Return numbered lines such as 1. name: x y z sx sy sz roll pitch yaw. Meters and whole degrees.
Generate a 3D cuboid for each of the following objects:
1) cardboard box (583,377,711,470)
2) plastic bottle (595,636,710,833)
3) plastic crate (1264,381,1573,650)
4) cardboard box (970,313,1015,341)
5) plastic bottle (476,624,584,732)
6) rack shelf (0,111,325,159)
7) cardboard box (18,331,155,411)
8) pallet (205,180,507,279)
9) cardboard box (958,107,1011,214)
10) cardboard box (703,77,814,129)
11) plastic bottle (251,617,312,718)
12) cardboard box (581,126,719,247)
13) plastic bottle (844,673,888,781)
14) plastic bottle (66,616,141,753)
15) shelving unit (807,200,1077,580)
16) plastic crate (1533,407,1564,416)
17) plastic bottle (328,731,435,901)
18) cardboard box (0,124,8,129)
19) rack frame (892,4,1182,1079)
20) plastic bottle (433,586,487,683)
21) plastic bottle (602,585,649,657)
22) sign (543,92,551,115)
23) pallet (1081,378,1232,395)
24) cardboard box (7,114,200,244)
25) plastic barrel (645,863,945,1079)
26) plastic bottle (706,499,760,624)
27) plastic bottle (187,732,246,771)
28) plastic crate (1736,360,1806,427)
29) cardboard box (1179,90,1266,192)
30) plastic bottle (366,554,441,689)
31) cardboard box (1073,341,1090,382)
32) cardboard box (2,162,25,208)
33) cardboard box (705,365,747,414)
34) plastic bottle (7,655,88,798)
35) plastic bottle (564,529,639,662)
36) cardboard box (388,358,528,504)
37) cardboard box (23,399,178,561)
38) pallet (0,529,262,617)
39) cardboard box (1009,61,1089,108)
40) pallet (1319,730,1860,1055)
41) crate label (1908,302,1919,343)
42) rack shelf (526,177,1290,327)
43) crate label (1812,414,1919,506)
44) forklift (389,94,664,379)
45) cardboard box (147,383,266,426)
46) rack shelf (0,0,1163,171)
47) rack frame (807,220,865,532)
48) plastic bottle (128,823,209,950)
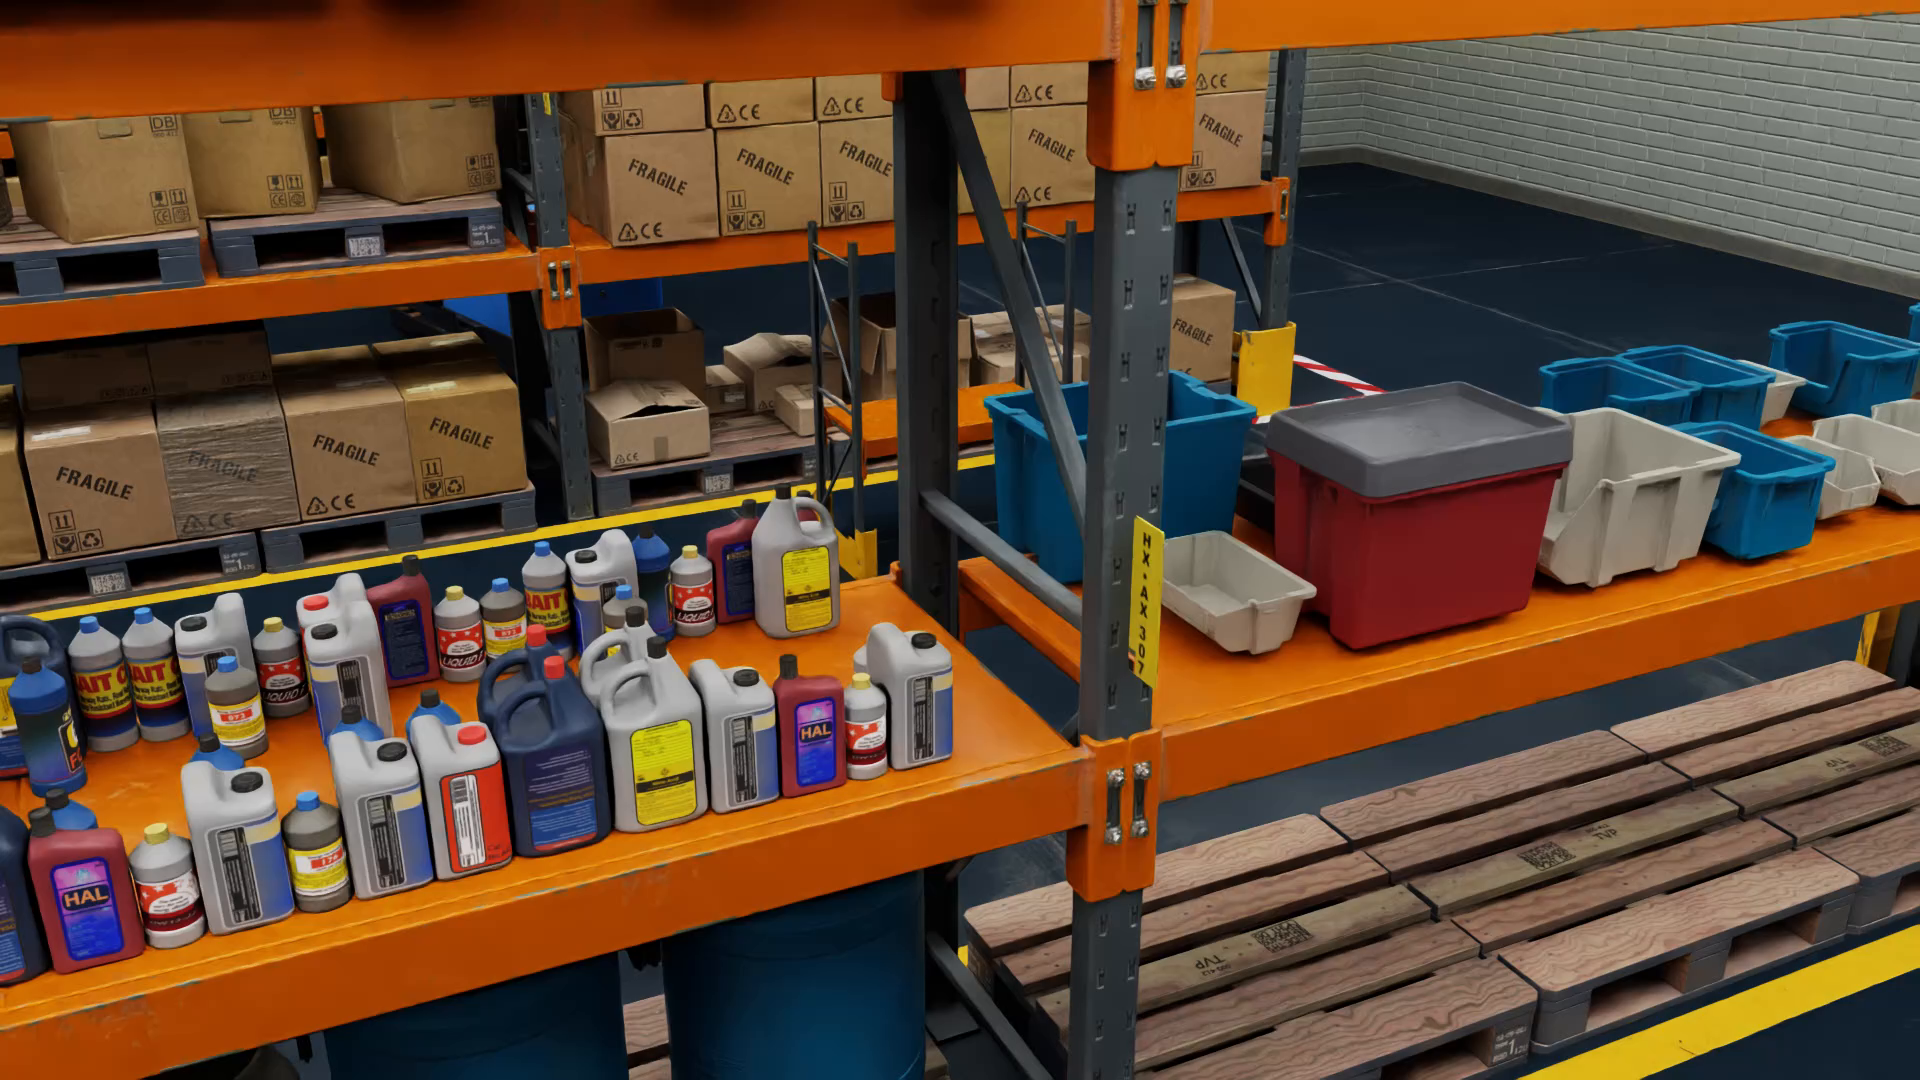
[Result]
1. cardboard box: -1.555 -0.605 8.231 0.500 0.311 0.500 -10 25 -24
2. plastic bottle: -0.569 0.346 3.056 0.185 0.351 0.144 -10 25 -24
3. plastic crate: 1.031 -0.061 3.812 0.583 0.464 0.402 -10 25 -24
4. cardboard box: 0.063 -1.087 9.475 0.500 0.250 0.500 -10 25 -24
5. plastic bottle: -0.798 0.327 3.102 0.185 0.351 0.144 -10 25 -24
6. rack shelf: -5.981 -2.692 11.271 4.000 0.370 1.077 -10 25 -24
7. cardboard box: -3.922 -0.799 7.470 0.500 0.250 0.500 -11 25 -25
8. pallet: -2.795 -1.466 7.620 1.213 0.211 1.003 -10 25 -24
9. cardboard box: -0.080 -1.939 8.382 0.500 0.500 0.500 -11 25 -24
10. cardboard box: -1.016 -2.224 7.764 0.500 0.500 0.500 -11 25 -25
11. plastic bottle: -1.415 0.259 3.462 0.097 0.201 0.097 0 22 0
12. cardboard box: -1.450 -1.686 7.771 0.500 0.500 0.500 -10 24 -22
13. plastic bottle: -0.190 0.356 3.229 0.097 0.201 0.097 0 22 0
14. plastic bottle: -1.712 0.281 3.317 0.097 0.271 0.097 0 22 0
15. shelving unit: -0.069 -0.680 7.433 1.083 1.500 0.587 -10 25 -24
16. plastic crate: 1.556 -0.240 4.674 0.466 0.136 0.293 -10 25 -24
17. plastic bottle: -1.002 0.459 2.881 0.135 0.276 0.152 -10 25 -24
18. cardboard box: -6.239 -2.783 10.854 0.250 0.149 0.380 -10 25 -23
19. rack frame: 0.118 0.058 3.687 0.127 3.000 1.000 -10 25 -24
20. plastic bottle: -1.086 0.198 3.608 0.097 0.201 0.097 0 22 0
21. plastic bottle: -0.723 0.196 3.614 0.097 0.201 0.097 0 22 0
22. sign: -1.783 -1.994 7.130 0.005 0.325 0.100 -10 25 -24
23. pallet: 0.791 -0.879 9.598 1.213 0.211 1.003 -10 25 -24
24. cardboard box: -3.592 -1.575 6.954 0.500 0.500 0.700 -18 29 -37
25. plastic barrel: -0.380 0.918 3.804 0.708 0.901 0.600 -10 25 -24
26. plastic bottle: -0.518 0.048 3.864 0.133 0.283 0.061 -10 25 -24
27. plastic bottle: -1.282 0.460 2.886 0.097 0.271 0.097 0 22 0
28. plastic crate: 2.421 -0.446 5.173 0.298 0.136 0.250 -10 25 -24
29. cardboard box: 1.291 -2.191 8.990 0.500 0.500 0.500 -10 24 -22
30. plastic bottle: -1.198 0.173 3.562 0.133 0.283 0.061 -10 25 -24
31. cardboard box: 0.790 -0.996 9.363 0.250 0.166 0.380 -10 25 -24
32. cardboard box: -6.272 -2.113 11.194 0.750 0.750 0.750 -11 25 -24
33. cardboard box: -1.325 -0.810 8.938 0.250 0.149 0.380 -10 25 -24
34. plastic bottle: -1.737 0.347 3.158 0.097 0.271 0.097 0 22 0
35. plastic bottle: -0.794 0.122 3.696 0.135 0.276 0.152 -10 25 -24
36. cardboard box: -2.348 -0.517 7.770 0.500 0.500 0.500 -11 25 -24
37. cardboard box: -3.706 -0.270 7.173 0.500 0.500 0.500 -11 25 -25
38. pallet: -3.845 -0.009 7.496 1.213 0.211 1.003 -10 25 -24
39. cardboard box: 0.375 -2.481 8.383 0.500 0.500 0.500 -10 24 -22
40. pallet: 1.864 1.008 5.040 1.213 0.211 1.003 -10 25 -24
41. crate label: 3.357 -0.628 5.486 0.303 0.233 0.416 -10 25 -24
42. rack shelf: -0.225 -1.649 8.751 4.000 0.370 1.077 -10 25 -24
43. crate label: 2.558 -0.216 4.615 0.243 0.136 0.396 -10 25 -24
44. forklift: -3.164 -2.804 10.691 1.130 2.935 3.031 -18 28 -36
45. cardboard box: -3.498 -0.529 7.798 0.500 0.500 0.500 -10 25 -23
46. rack shelf: -1.684 -0.663 2.449 4.000 0.370 1.077 -10 25 -24
47. rack frame: -0.535 -0.595 7.225 0.032 1.500 0.500 -10 25 -24
48. plastic bottle: -1.304 0.561 2.733 0.097 0.201 0.097 0 22 0
